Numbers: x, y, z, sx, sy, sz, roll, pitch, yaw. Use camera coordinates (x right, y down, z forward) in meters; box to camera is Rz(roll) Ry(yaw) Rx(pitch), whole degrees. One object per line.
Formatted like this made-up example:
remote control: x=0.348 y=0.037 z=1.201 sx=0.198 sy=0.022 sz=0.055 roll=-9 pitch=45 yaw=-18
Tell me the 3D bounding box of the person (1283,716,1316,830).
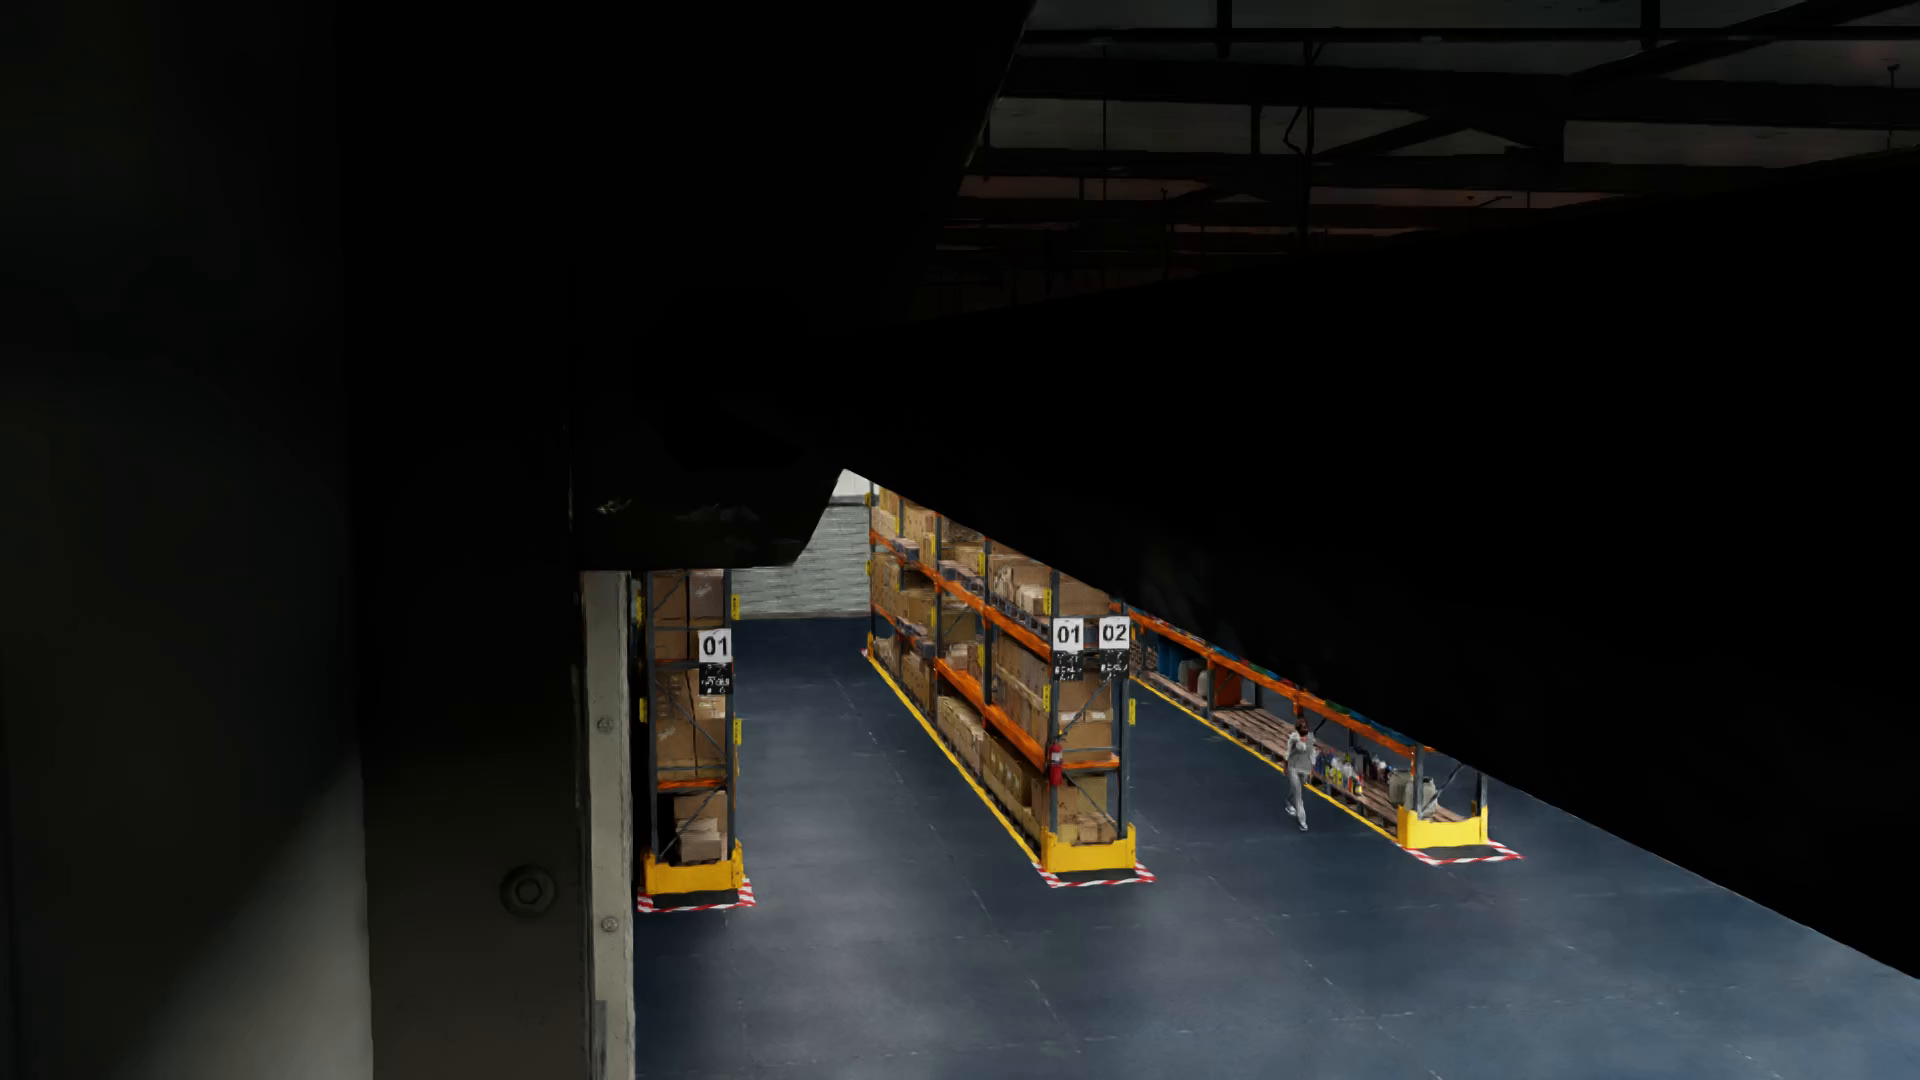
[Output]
person: x=4.710 y=3.165 z=22.983 sx=0.415 sy=1.517 sz=1.041 roll=-1 pitch=6 yaw=-13
